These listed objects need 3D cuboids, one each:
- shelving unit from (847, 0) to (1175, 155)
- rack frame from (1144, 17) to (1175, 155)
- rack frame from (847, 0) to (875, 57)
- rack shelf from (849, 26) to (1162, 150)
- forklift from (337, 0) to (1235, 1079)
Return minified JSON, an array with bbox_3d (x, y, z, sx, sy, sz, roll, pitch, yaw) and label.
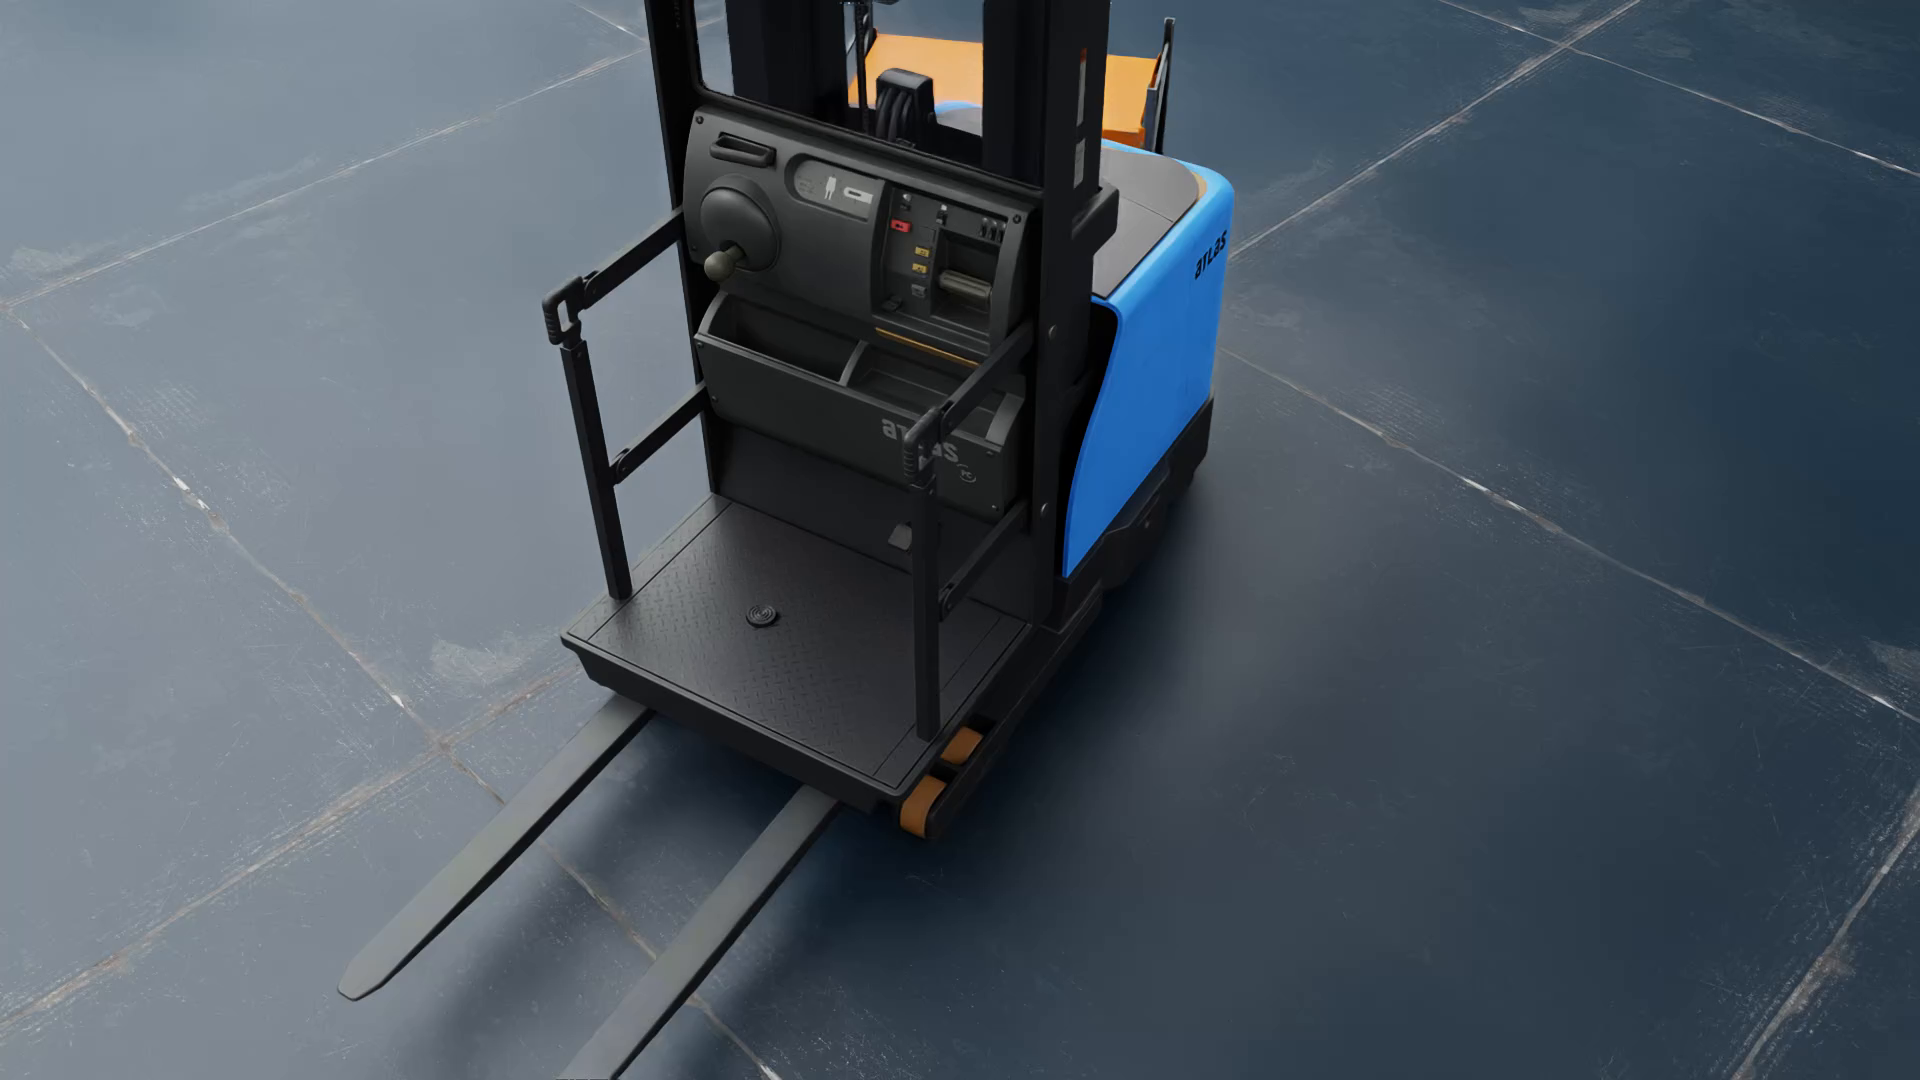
[{"bbox_3d":[0.141,-1.202,5.722,1.048,1.125,0.538,8,43,9],"label":"shelving unit"},{"bbox_3d":[0.638,-1.131,5.645,0.032,1.125,0.500,8,43,9],"label":"rack frame"},{"bbox_3d":[-0.357,-1.273,5.799,0.032,1.125,0.500,8,43,9],"label":"rack frame"},{"bbox_3d":[0.141,-1.417,5.523,1.000,0.278,0.538,8,43,9],"label":"rack shelf"},{"bbox_3d":[-0.371,-0.652,3.795,1.130,2.935,3.031,22,47,22],"label":"forklift"}]
